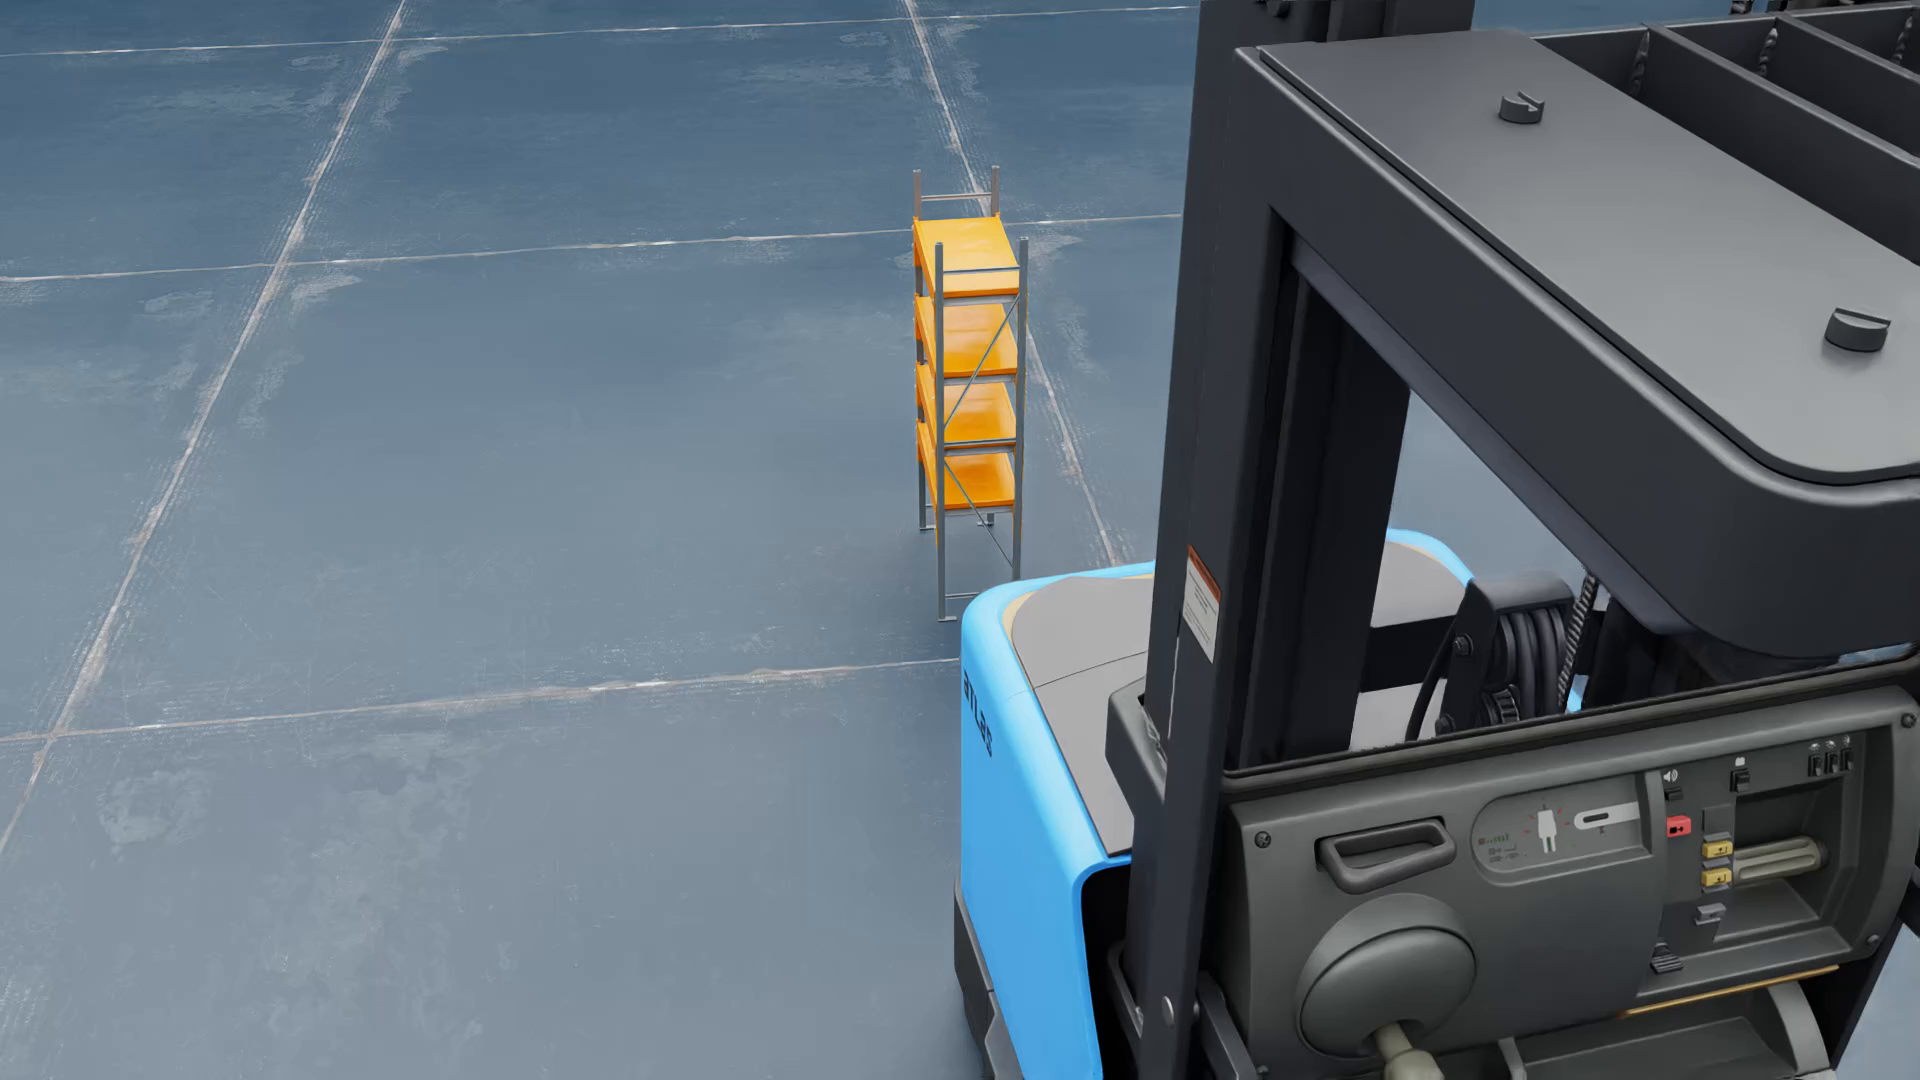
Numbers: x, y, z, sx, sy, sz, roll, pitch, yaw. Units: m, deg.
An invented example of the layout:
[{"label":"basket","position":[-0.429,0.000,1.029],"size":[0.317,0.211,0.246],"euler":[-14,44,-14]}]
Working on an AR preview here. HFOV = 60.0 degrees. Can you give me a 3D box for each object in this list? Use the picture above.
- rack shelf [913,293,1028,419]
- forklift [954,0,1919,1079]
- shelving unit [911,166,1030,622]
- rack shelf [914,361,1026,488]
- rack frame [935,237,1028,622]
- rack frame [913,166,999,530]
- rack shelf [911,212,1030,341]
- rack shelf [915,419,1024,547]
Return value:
[{"label":"rack shelf","position":[0.022,-0.533,4.688],"size":[0.258,0.148,0.480],"euler":[-4,35,-6]},{"label":"forklift","position":[0.841,0.506,1.904],"size":[1.130,2.935,3.031],"euler":[-8,35,-12]},{"label":"shelving unit","position":[0.022,-0.403,4.777],"size":[0.258,1.200,0.503],"euler":[-4,35,-6]},{"label":"rack shelf","position":[0.022,-0.348,4.814],"size":[0.258,0.148,0.480],"euler":[-4,35,-6]},{"label":"rack frame","position":[0.055,-0.267,4.577],"size":[0.240,1.200,0.015],"euler":[-4,35,-6]},{"label":"rack frame","position":[-0.011,-0.540,4.976],"size":[0.240,1.200,0.015],"euler":[-4,35,-6]},{"label":"rack shelf","position":[0.022,-0.728,4.555],"size":[0.258,0.148,0.480],"euler":[-4,35,-6]},{"label":"rack shelf","position":[0.022,-0.184,4.926],"size":[0.258,0.148,0.480],"euler":[-4,35,-6]}]
